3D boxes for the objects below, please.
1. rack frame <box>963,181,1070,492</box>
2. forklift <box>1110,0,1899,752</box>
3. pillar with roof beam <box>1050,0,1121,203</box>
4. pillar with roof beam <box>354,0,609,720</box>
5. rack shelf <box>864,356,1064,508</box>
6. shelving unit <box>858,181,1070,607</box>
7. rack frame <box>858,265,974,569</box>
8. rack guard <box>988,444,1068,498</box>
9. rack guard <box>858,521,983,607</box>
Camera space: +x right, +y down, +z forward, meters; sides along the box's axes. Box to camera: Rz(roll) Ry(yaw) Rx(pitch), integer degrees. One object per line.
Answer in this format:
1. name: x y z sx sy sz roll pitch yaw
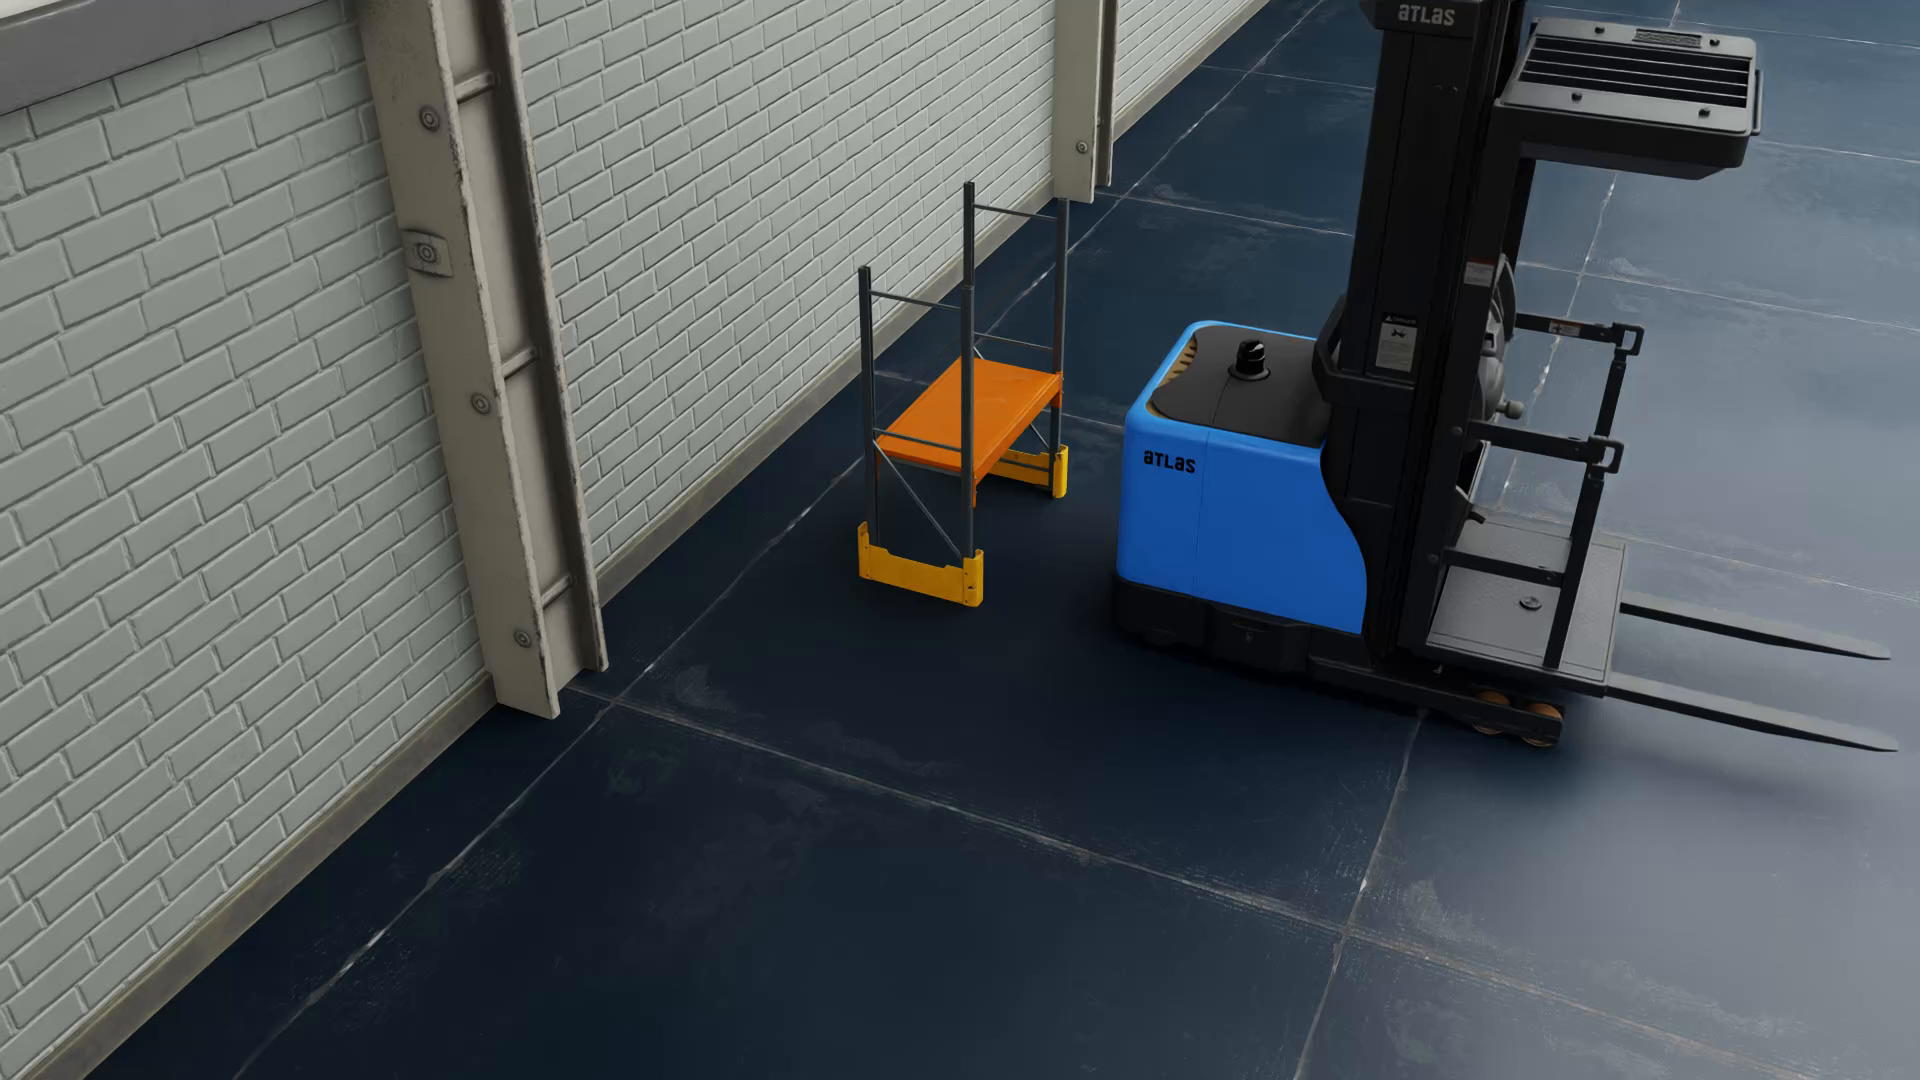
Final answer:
1. rack frame: 0.248 -0.923 7.790 0.500 1.500 0.032 14 36 20
2. forklift: 2.207 -0.749 6.220 3.031 2.935 1.130 13 35 19
3. pillar with roof beam: 4.734 -5.178 7.440 9.100 9.000 0.400 14 36 20
4. pillar with roof beam: 2.224 -2.190 2.883 9.100 9.000 0.400 14 36 20
5. rack shelf: 0.036 -0.519 7.502 0.538 0.185 1.000 14 36 20
6. shelving unit: 0.032 -0.665 7.397 0.587 1.500 1.083 14 36 20
7. rack frame: -0.177 -0.416 7.017 0.500 1.500 0.032 14 36 20
8. rack guard: 0.240 -0.391 8.118 0.587 0.250 0.087 14 36 20
9. rack guard: -0.176 0.106 7.361 0.587 0.250 0.087 14 36 20
